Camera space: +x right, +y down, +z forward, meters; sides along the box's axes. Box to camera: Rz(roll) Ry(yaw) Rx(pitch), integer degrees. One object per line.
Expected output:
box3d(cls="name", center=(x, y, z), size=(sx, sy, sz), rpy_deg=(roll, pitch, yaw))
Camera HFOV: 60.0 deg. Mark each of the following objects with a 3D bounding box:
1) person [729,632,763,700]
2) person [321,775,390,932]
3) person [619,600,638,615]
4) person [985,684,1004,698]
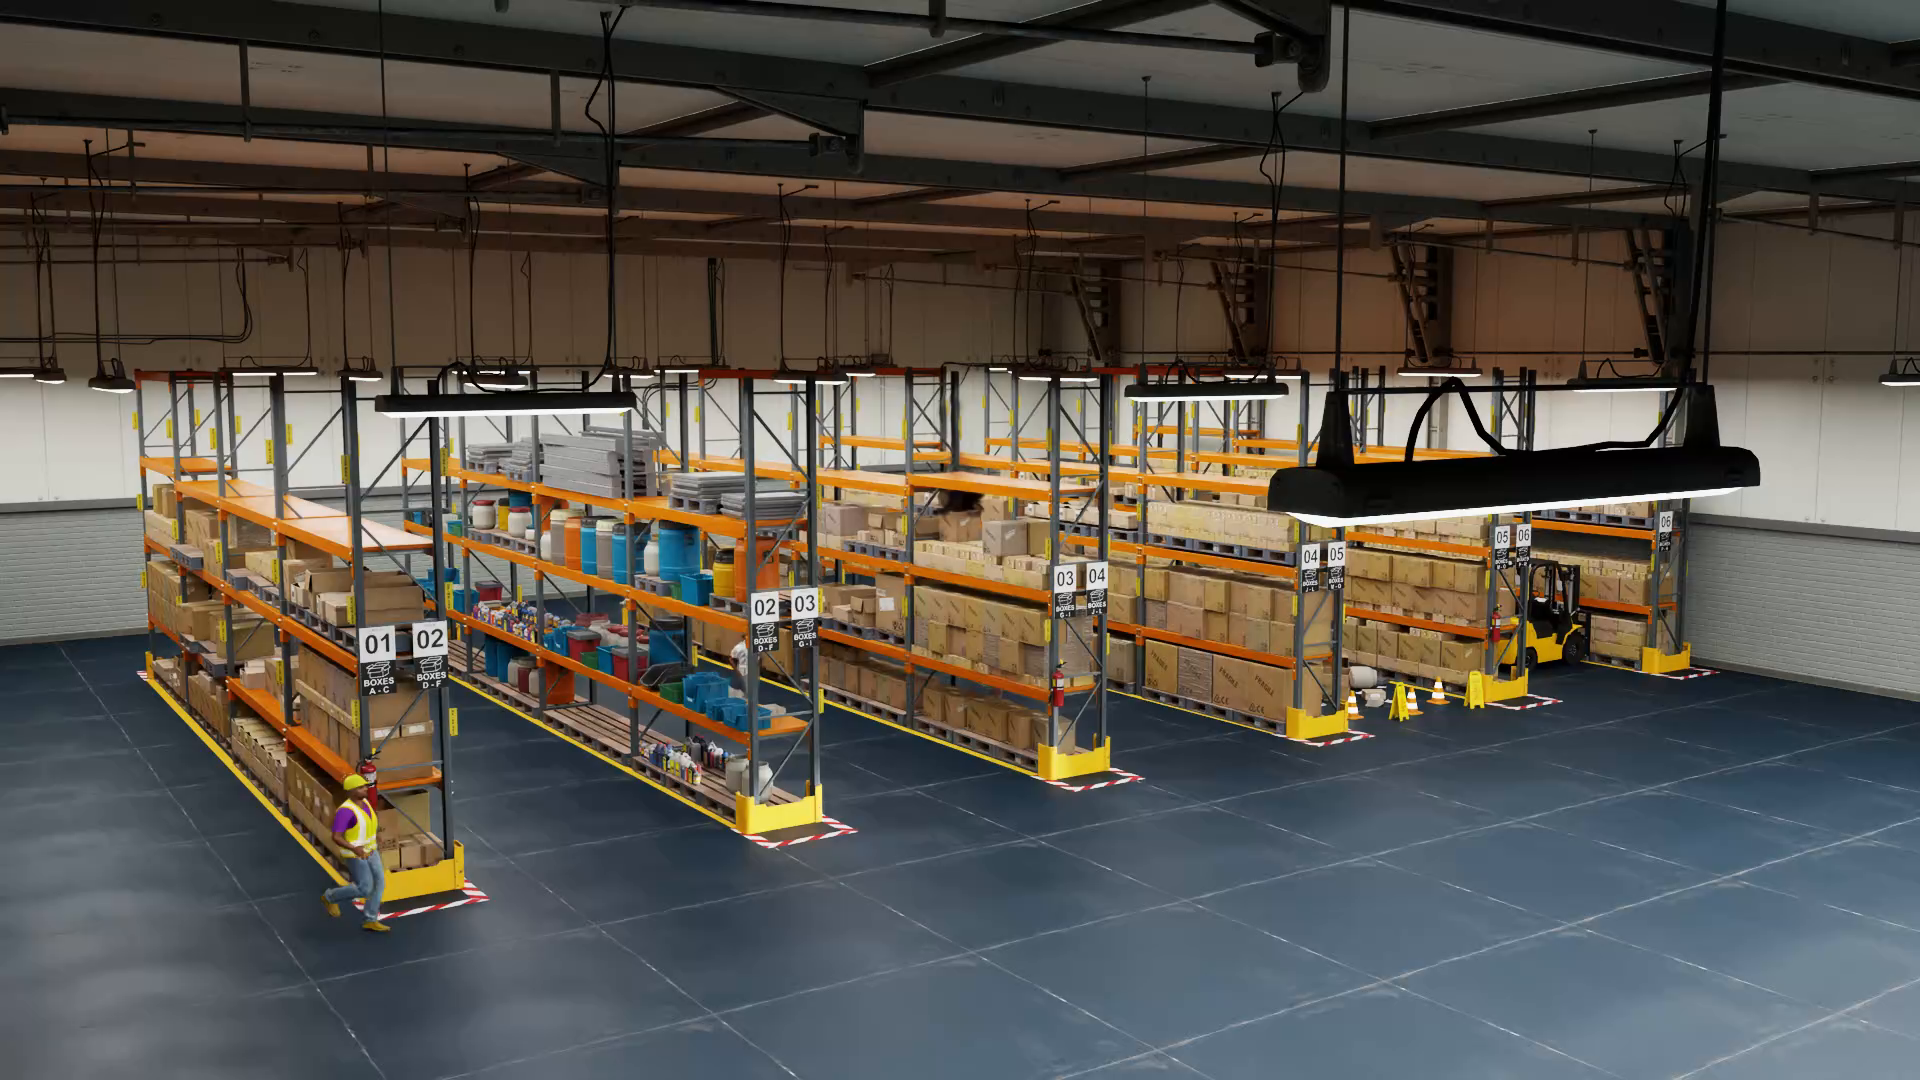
box3d(cls="person", center=(-3.608, 2.300, 28.509), size=(0.553, 1.661, 0.570), rpy_deg=(6, 9, 43))
box3d(cls="person", center=(-6.632, 3.429, 18.248), size=(0.738, 1.749, 0.711), rpy_deg=(1, 7, 9))
box3d(cls="person", center=(-7.762, 1.024, 39.507), size=(0.652, 1.741, 0.654), rpy_deg=(0, 6, -2))
box3d(cls="person", center=(0.726, 2.150, 30.233), size=(0.572, 1.600, 0.693), rpy_deg=(-6, 9, -44))
